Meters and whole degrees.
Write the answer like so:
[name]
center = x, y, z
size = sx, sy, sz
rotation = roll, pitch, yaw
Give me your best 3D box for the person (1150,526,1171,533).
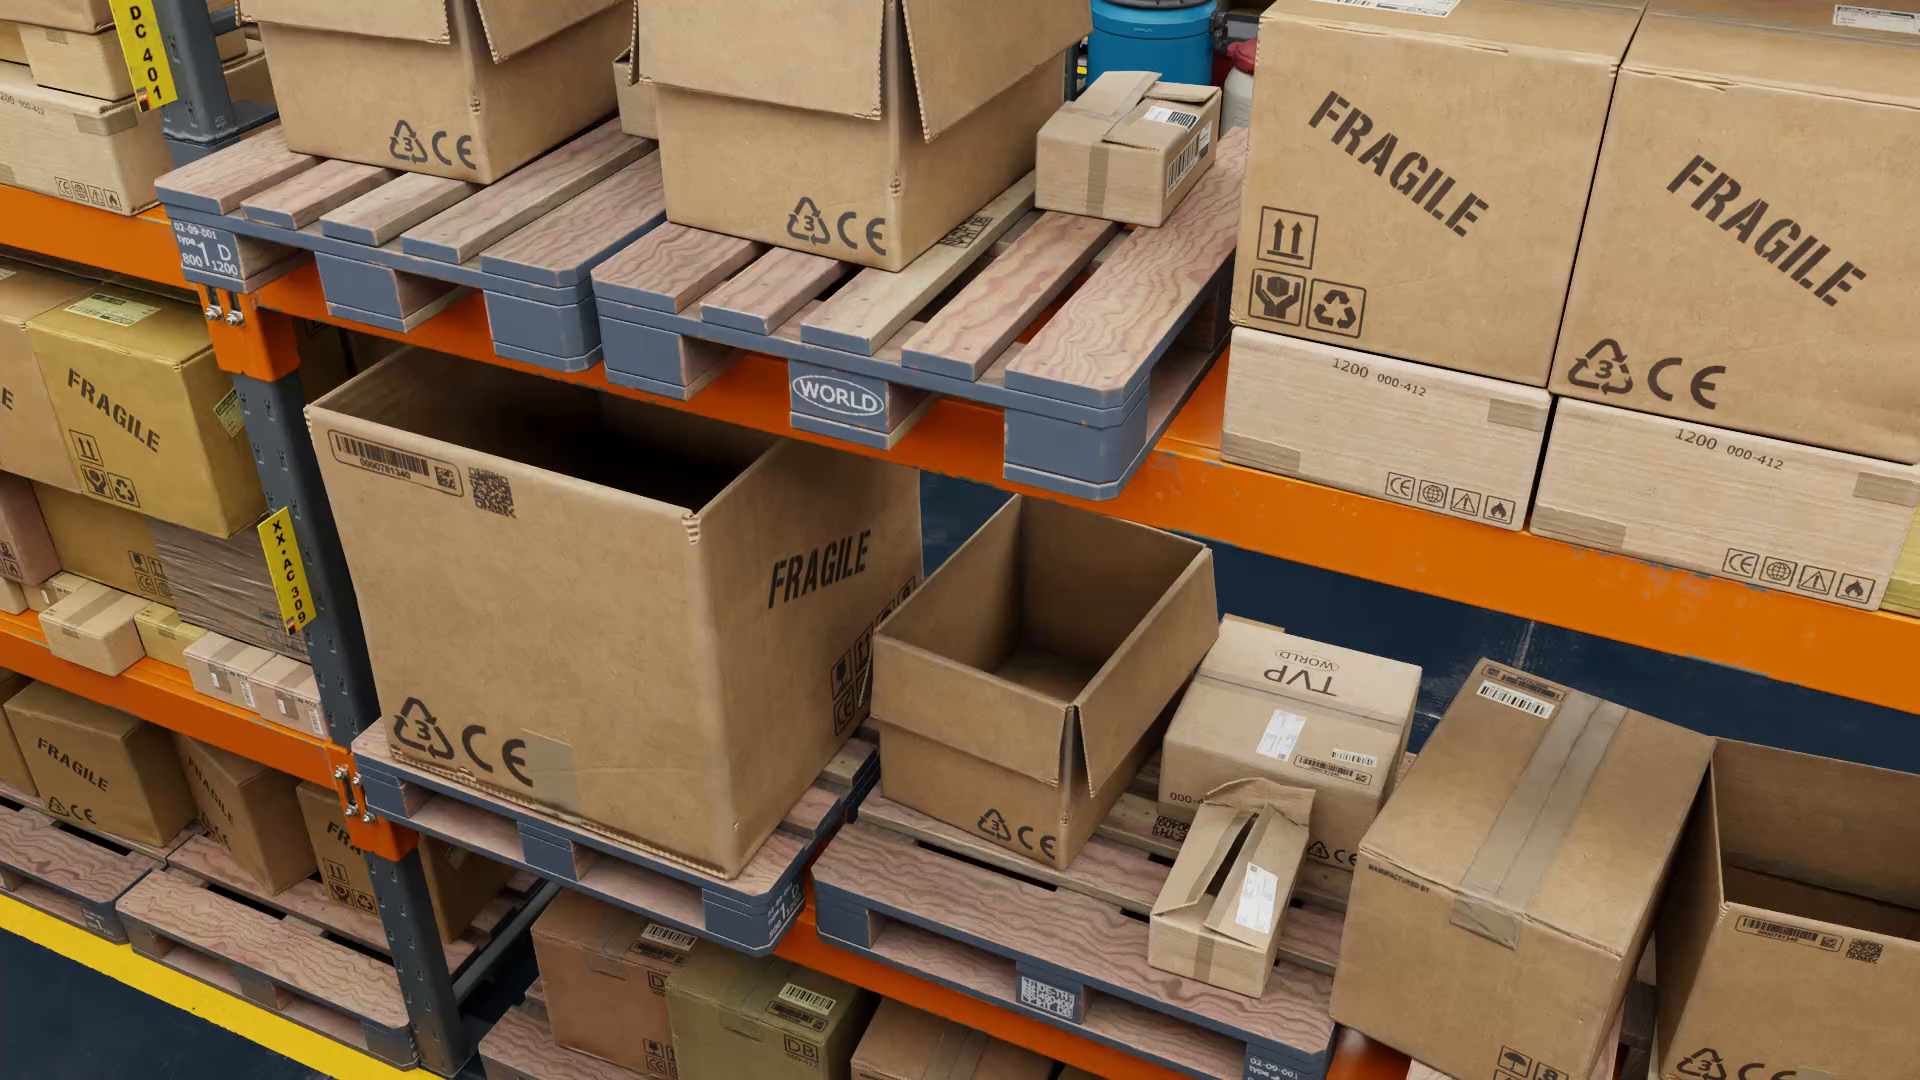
[person]
center = 0.700, -0.208, 6.480
size = 0.316, 1.679, 0.436
rotation = 15, 37, 22
